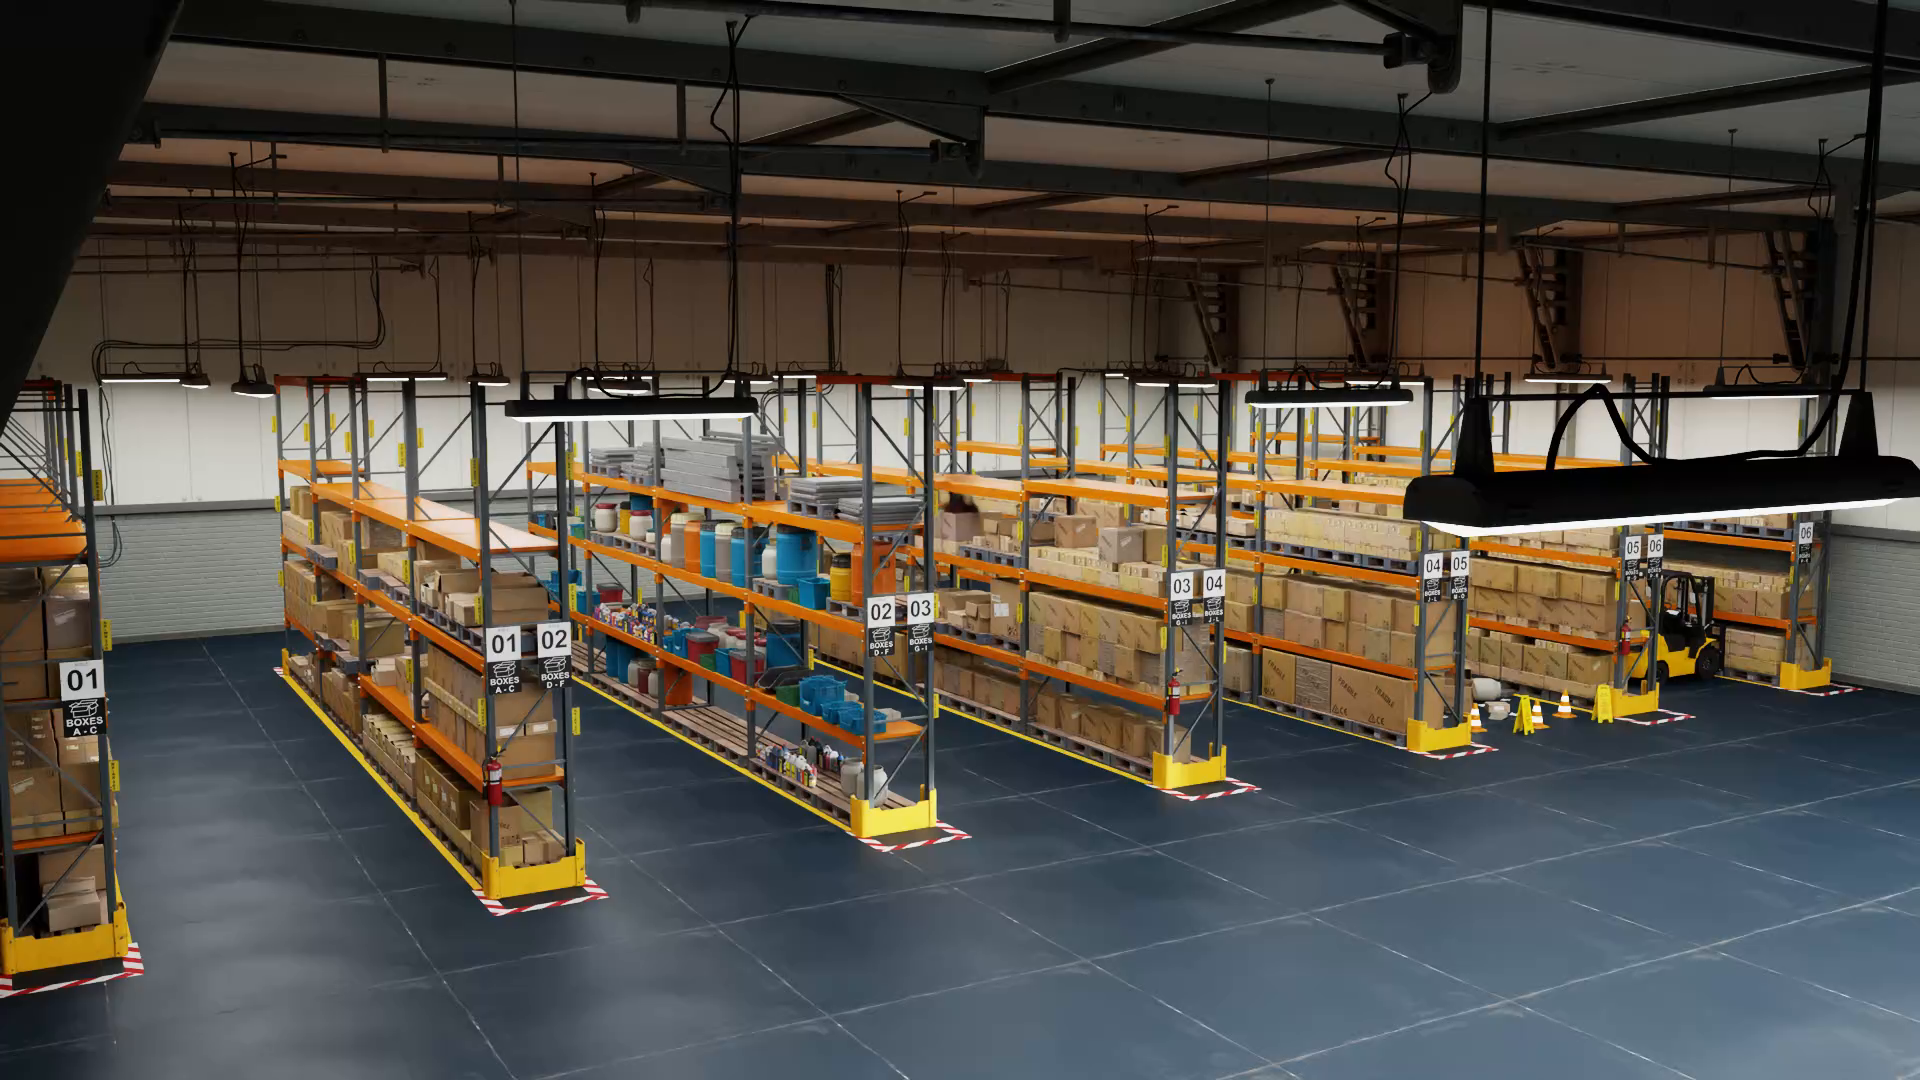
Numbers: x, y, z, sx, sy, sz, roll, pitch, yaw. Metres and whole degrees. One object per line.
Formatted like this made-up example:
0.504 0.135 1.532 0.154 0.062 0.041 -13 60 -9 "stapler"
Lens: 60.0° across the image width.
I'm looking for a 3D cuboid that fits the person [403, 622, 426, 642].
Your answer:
-12.165 1.453 36.924 0.478 1.625 1.004 -4 8 -35 "person"
